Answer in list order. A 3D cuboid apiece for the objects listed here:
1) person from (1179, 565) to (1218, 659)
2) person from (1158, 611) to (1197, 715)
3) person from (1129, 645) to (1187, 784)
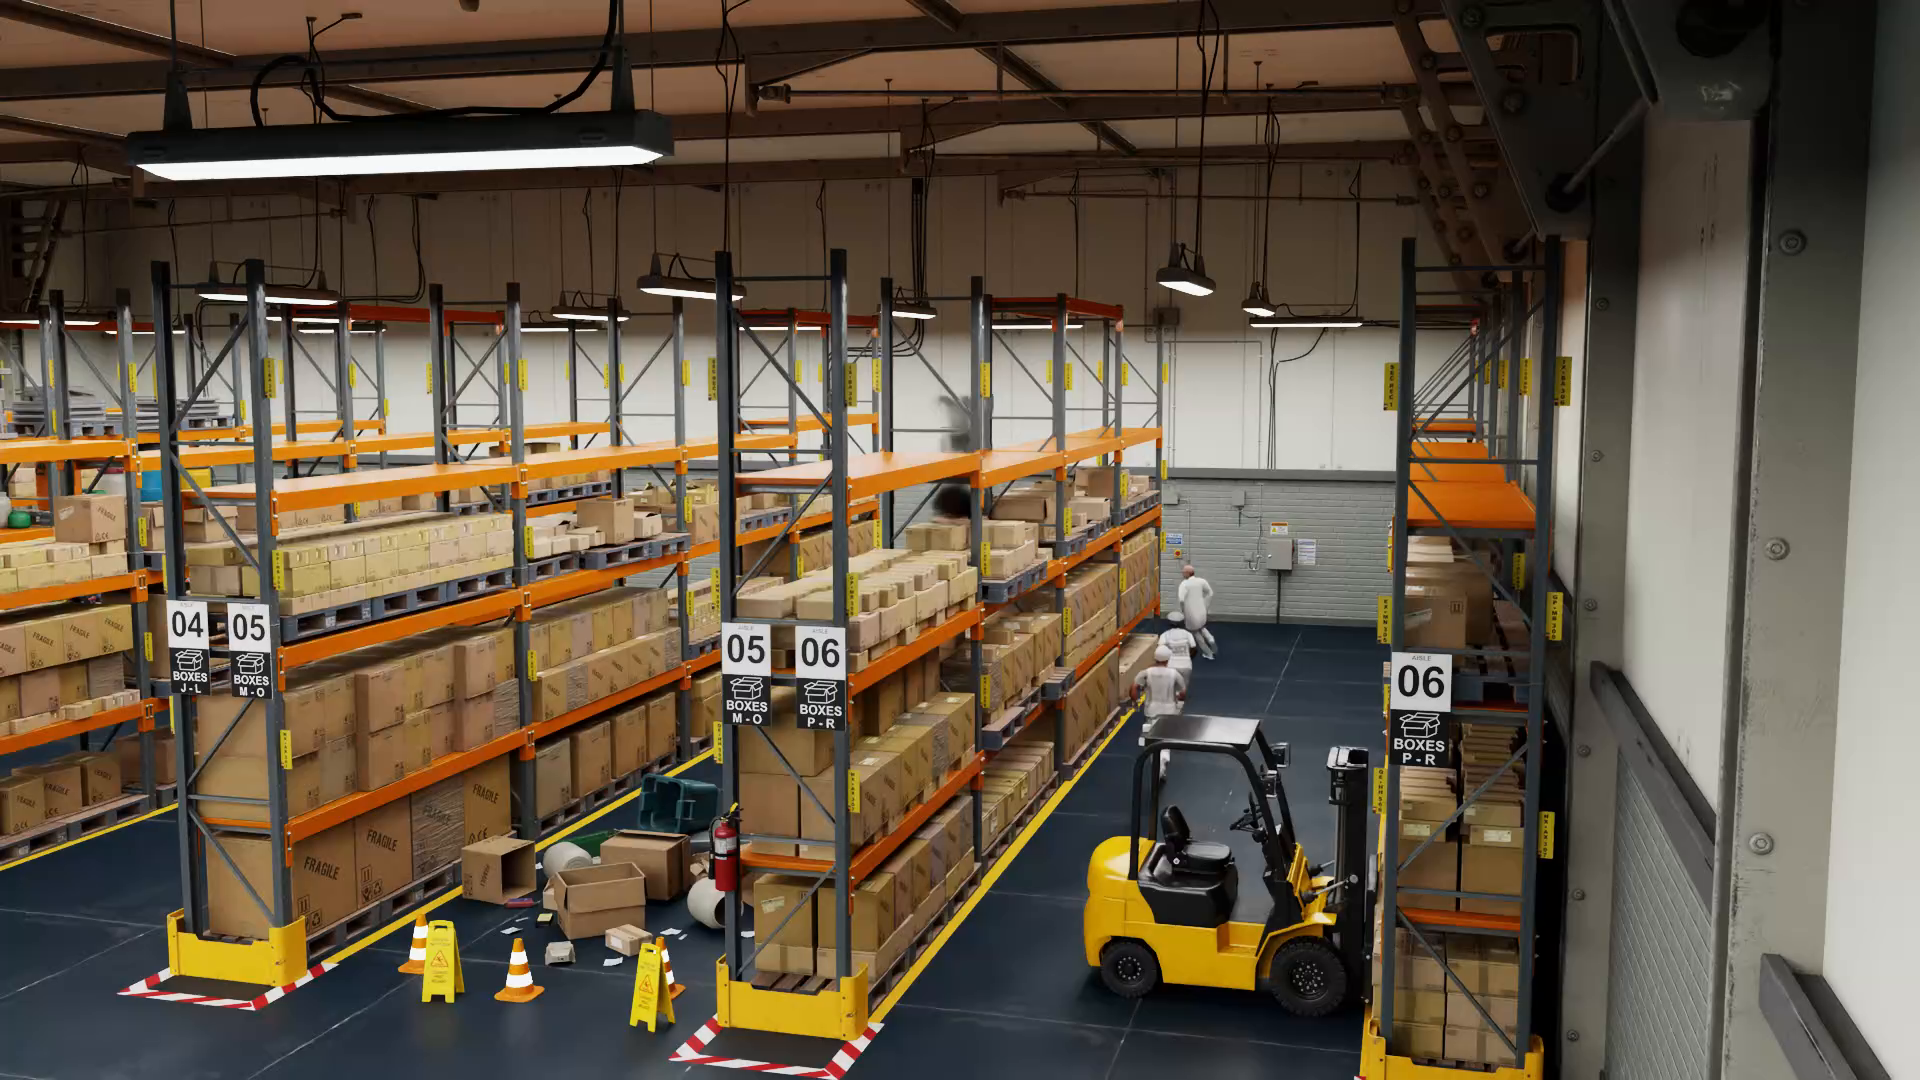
[{"bbox_3d":[4.108,1.262,29.094,0.787,1.657,0.547,-3,7,-27],"label":"person"},{"bbox_3d":[3.056,1.883,23.472,0.574,1.684,1.007,1,6,9],"label":"person"},{"bbox_3d":[2.423,2.150,20.207,0.670,1.778,0.991,2,6,17],"label":"person"}]
